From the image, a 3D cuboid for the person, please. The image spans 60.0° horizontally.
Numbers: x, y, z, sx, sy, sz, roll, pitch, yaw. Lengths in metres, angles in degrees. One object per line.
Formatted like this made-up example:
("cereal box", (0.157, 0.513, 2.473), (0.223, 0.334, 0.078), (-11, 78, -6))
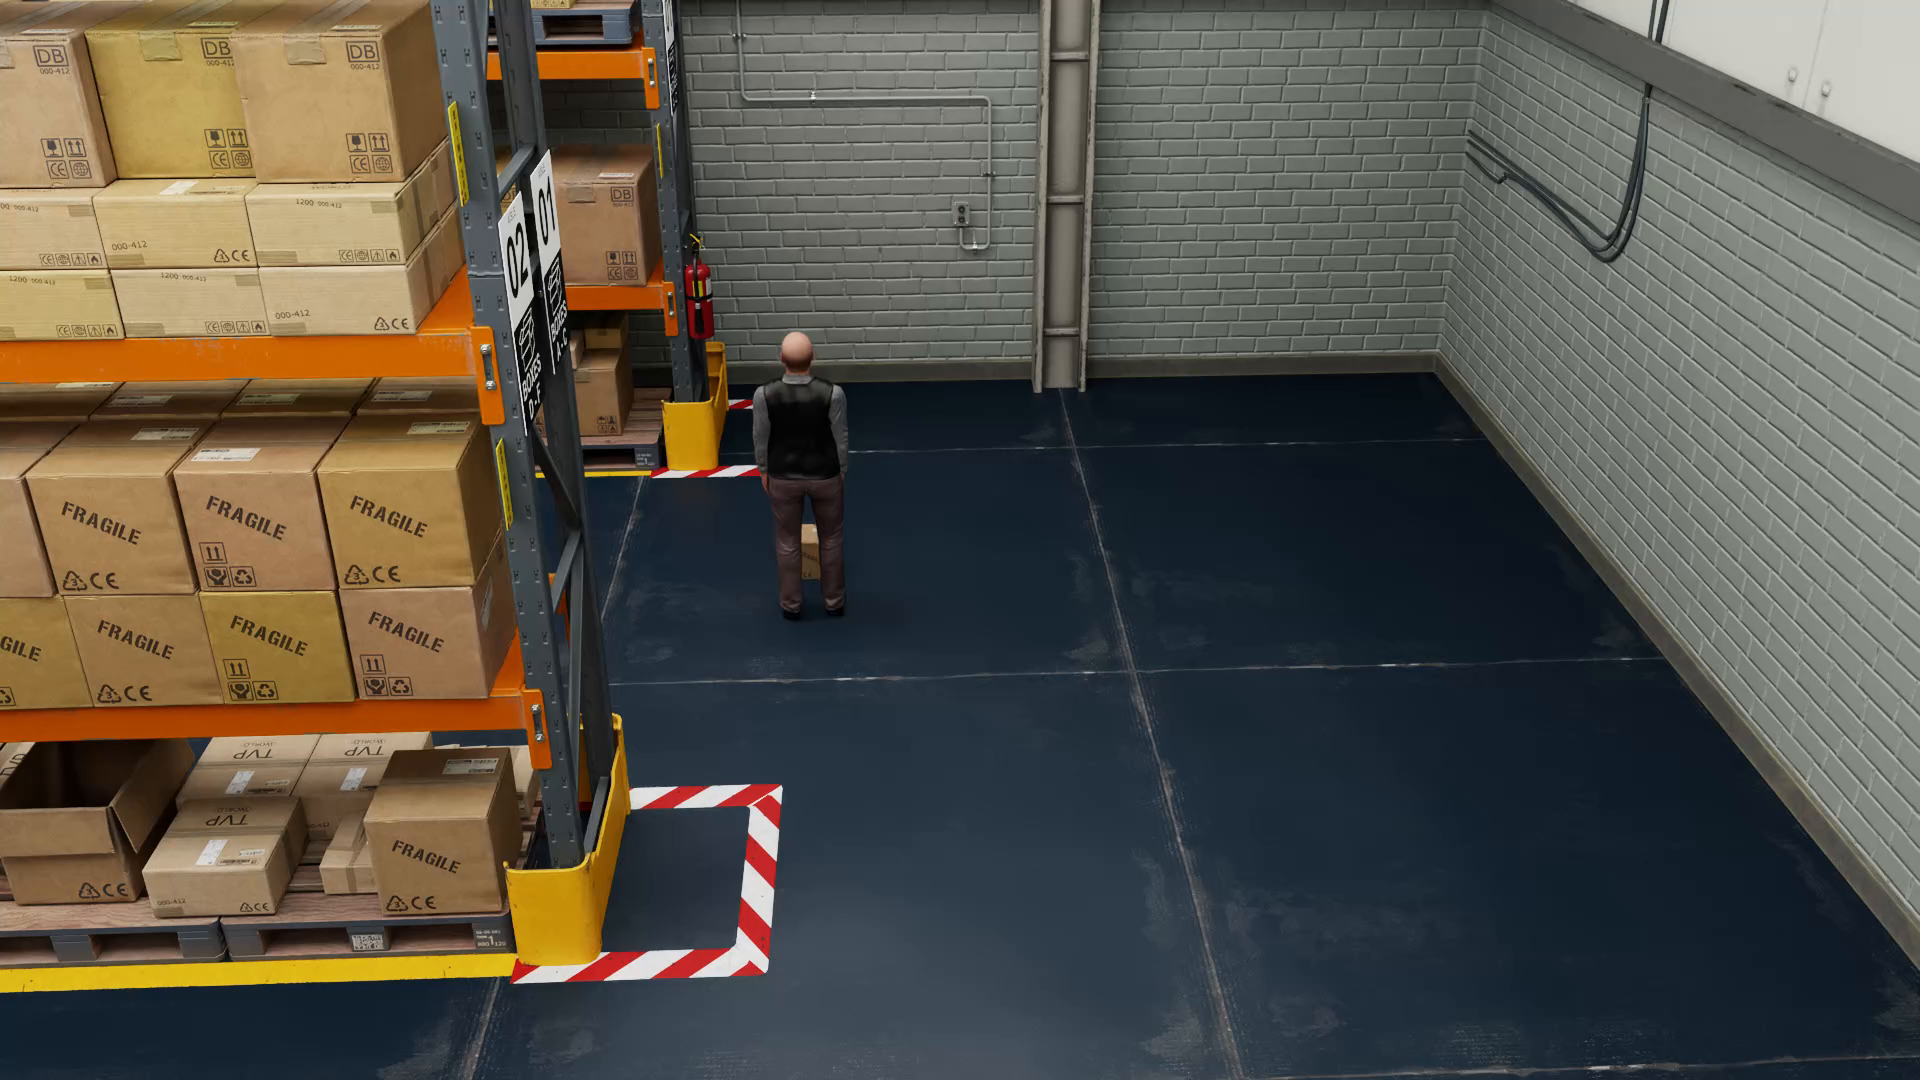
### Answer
("person", (-0.884, -0.362, 9.350), (0.531, 1.715, 0.359), (-1, 27, -1))
